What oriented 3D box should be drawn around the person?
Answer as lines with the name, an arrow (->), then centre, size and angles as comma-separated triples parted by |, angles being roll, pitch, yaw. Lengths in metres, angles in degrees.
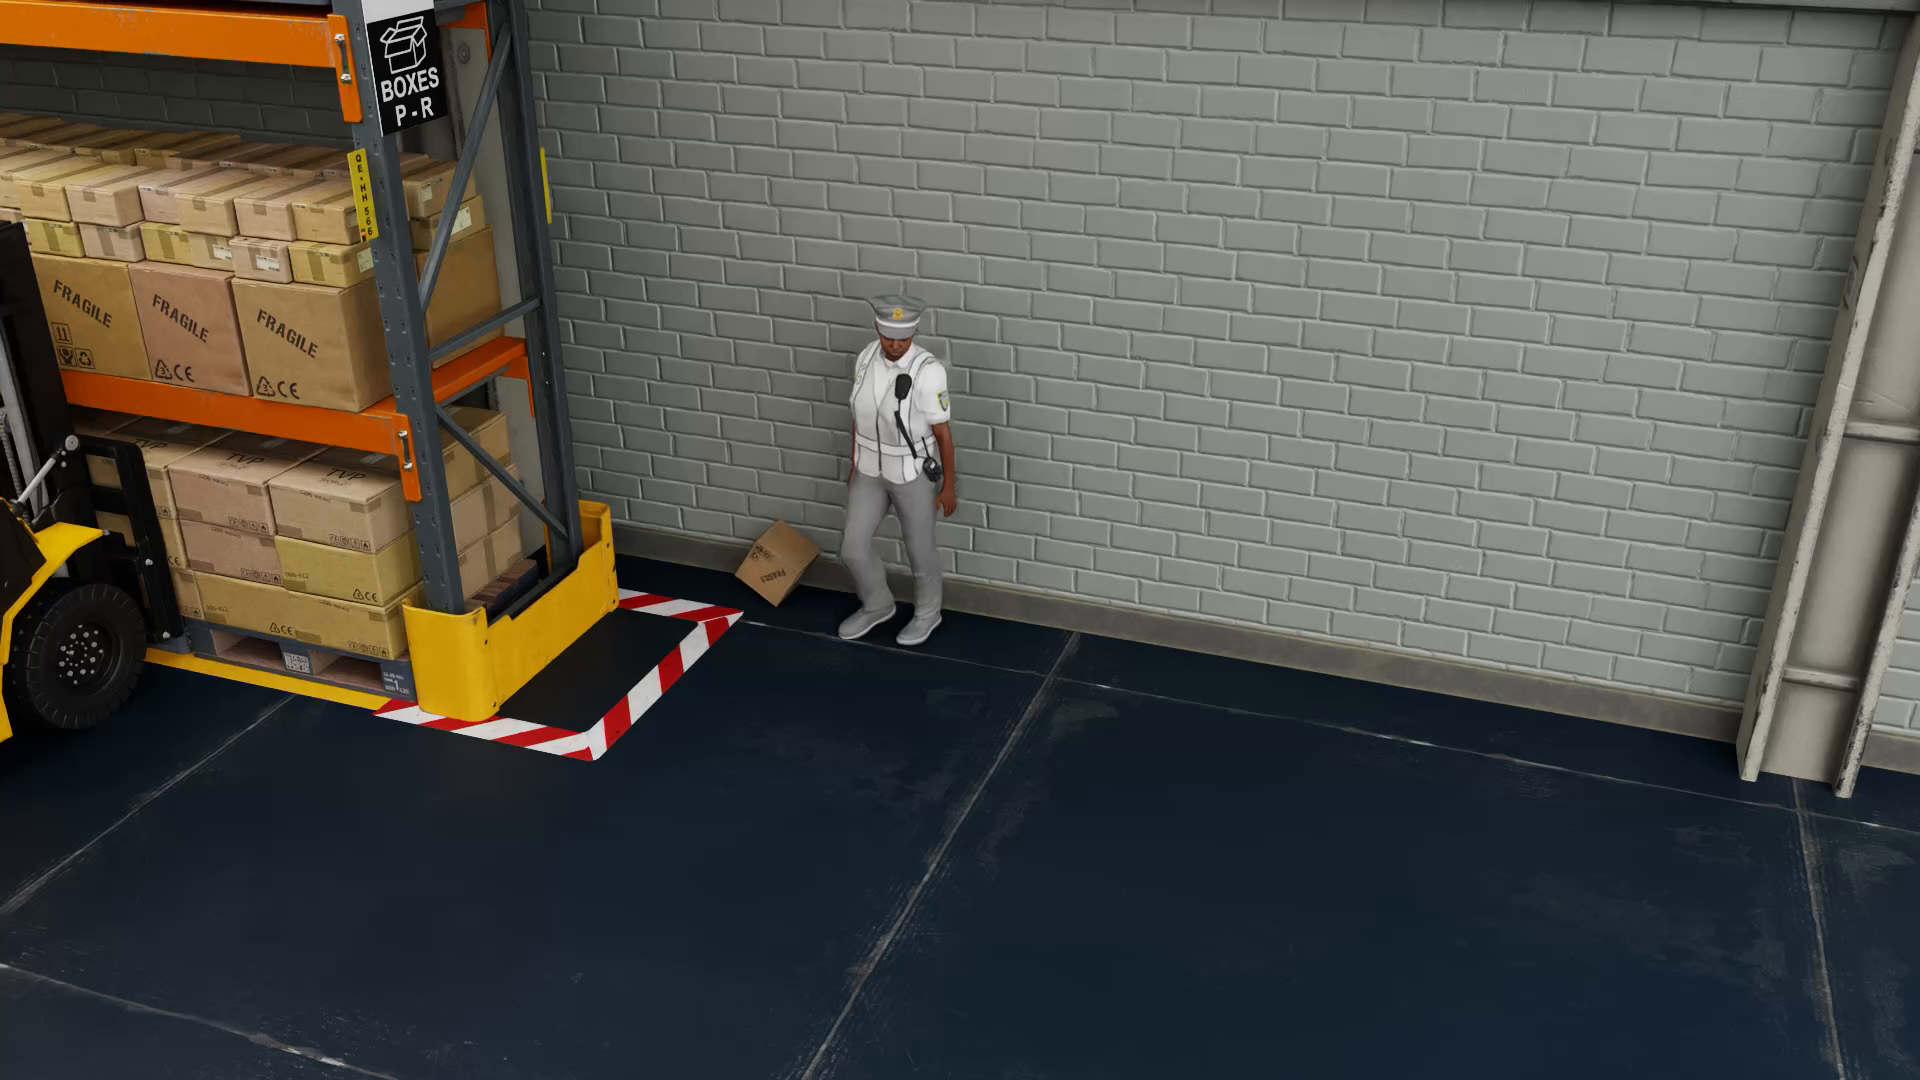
person -> -0.273, -0.282, 7.190 | 0.581, 1.676, 0.459 | 14, 29, 26
